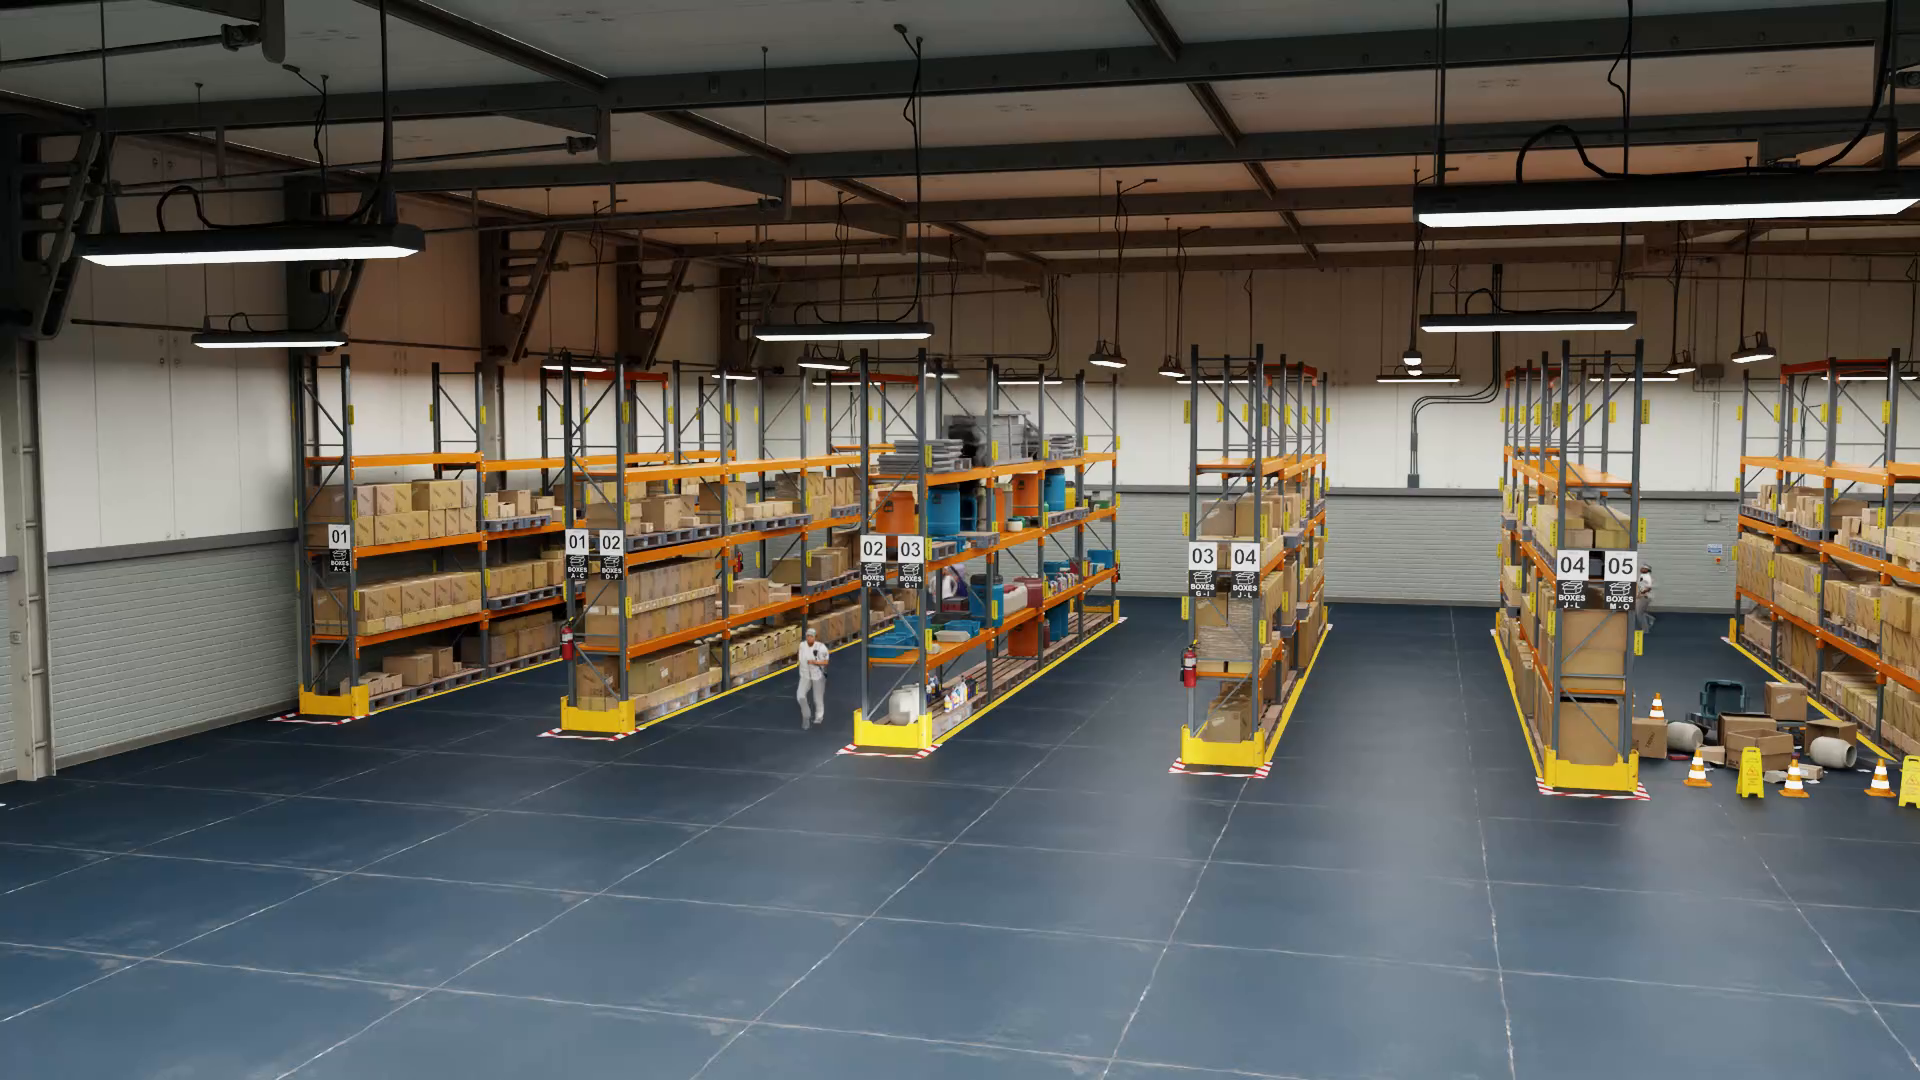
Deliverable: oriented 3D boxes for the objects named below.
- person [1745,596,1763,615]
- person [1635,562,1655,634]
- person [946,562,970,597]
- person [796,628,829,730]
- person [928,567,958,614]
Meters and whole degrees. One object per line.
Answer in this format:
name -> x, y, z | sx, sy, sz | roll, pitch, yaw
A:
person -> 18.077, 1.368, 37.610 | 0.681, 1.673, 0.664 | 4, 6, 44
person -> 15.671, 1.326, 38.125 | 0.558, 1.652, 0.557 | 1, 4, 10
person -> -0.044, 1.052, 42.302 | 0.518, 1.572, 0.606 | 3, 5, 32
person -> -2.334, 2.200, 26.456 | 0.552, 1.638, 0.817 | 1, 4, 8
person -> -0.384, 1.389, 36.281 | 0.610, 1.805, 0.889 | 1, 4, 14
